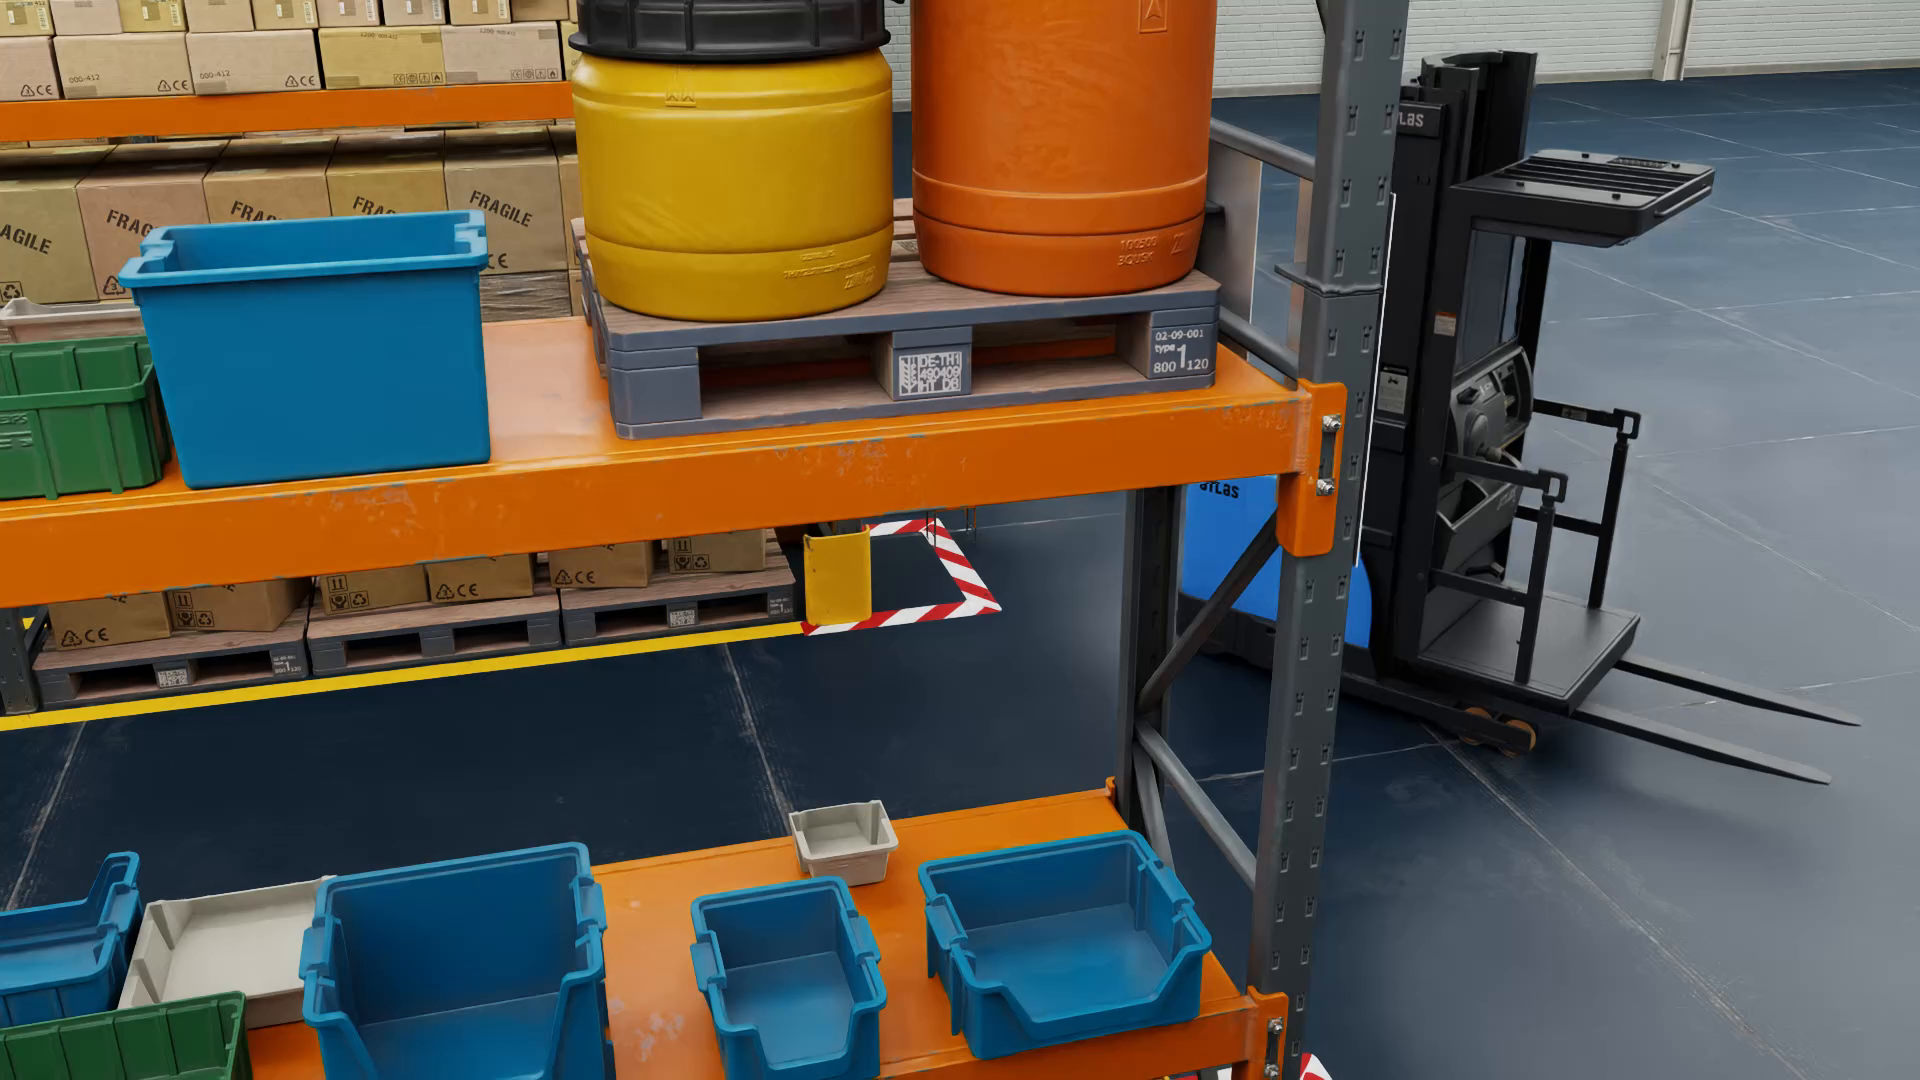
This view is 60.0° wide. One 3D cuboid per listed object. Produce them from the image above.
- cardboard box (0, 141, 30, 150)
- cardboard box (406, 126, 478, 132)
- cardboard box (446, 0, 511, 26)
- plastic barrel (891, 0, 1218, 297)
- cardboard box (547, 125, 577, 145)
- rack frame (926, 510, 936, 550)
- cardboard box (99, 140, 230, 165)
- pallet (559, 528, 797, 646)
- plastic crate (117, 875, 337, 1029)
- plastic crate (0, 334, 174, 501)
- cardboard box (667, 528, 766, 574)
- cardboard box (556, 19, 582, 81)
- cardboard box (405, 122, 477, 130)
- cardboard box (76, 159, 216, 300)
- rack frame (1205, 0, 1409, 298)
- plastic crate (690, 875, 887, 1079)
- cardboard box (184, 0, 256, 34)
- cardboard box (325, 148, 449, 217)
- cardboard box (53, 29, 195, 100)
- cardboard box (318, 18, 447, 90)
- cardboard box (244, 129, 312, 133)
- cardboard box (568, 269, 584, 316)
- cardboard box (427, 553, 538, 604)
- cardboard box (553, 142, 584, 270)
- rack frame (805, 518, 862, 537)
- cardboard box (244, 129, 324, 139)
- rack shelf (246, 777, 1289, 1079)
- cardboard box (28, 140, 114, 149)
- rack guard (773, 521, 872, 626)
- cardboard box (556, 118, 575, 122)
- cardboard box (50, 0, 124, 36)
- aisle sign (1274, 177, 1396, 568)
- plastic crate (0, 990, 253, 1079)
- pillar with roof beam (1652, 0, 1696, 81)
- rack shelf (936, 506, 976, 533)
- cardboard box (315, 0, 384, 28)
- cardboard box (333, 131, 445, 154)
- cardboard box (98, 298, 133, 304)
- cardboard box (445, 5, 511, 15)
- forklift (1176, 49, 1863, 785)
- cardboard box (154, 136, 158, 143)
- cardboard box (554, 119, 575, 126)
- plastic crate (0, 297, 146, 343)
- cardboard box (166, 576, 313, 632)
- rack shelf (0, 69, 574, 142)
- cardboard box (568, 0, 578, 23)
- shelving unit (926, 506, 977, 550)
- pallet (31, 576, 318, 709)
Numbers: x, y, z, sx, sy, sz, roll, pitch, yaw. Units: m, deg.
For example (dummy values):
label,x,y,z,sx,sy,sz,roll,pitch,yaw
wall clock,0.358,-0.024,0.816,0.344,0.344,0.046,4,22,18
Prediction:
label,x,y,z,sx,sy,sz,roll,pitch,yaw
cardboard box,-6.768,-3.032,11.617,0.500,0.500,0.700,-7,24,-15
cardboard box,-3.886,-2.924,12.571,0.500,0.550,0.875,-6,24,-14
cardboard box,-2.141,-2.378,7.369,0.250,0.149,0.380,-8,24,-17
plastic barrel,0.201,-0.958,3.297,0.708,0.830,0.600,-6,24,-14
cardboard box,-1.789,-1.806,8.382,0.500,0.500,0.500,-6,24,-14
rack frame,-0.169,-0.464,9.499,0.008,1.050,0.200,-6,24,-14
cardboard box,-3.714,-1.592,7.883,0.500,0.500,0.500,-6,24,-14
pallet,-1.568,0.193,9.032,1.213,0.211,1.003,-6,24,-14
plastic crate,-1.721,0.989,3.975,0.437,0.136,0.530,-6,24,-14
plastic crate,-1.624,-0.209,2.897,0.450,0.188,0.336,-6,24,-14
cardboard box,-1.309,-0.153,8.941,0.500,0.500,0.500,-2,23,-5
cardboard box,-1.578,-2.277,7.638,0.500,0.250,0.500,-6,24,-14
cardboard box,-3.869,-3.396,12.301,0.500,0.550,0.875,-6,24,-14
cardboard box,-3.571,-1.391,7.415,0.500,0.500,0.500,-6,24,-14
rack frame,0.635,-2.046,3.106,0.127,3.000,1.000,-6,24,-14
plastic crate,-0.393,1.013,3.773,0.408,0.251,0.499,-6,24,-14
cardboard box,-3.149,-2.266,7.108,0.250,0.149,0.380,-7,24,-15
cardboard box,-2.611,-1.501,7.672,0.500,0.500,0.500,-6,24,-14
cardboard box,-3.544,-2.062,7.137,0.500,0.250,0.500,-7,24,-15
cardboard box,-2.557,-2.170,7.389,0.500,0.250,0.500,-7,24,-15
cardboard box,-4.934,-3.331,12.150,0.550,0.550,0.875,-6,24,-14
cardboard box,-1.689,-1.205,8.250,0.500,0.500,0.875,-6,24,-14
cardboard box,-2.483,-0.017,8.624,0.500,0.500,0.500,-4,24,-9
cardboard box,-1.645,-1.604,7.911,0.500,0.500,0.500,-6,24,-14
rack frame,-0.703,-1.169,8.671,0.127,3.000,1.000,-6,24,-14
cardboard box,-4.921,-2.817,12.321,0.550,0.550,0.875,-6,24,-14
rack shelf,-1.291,1.255,3.934,4.000,0.370,1.077,-6,24,-14
cardboard box,-6.227,-2.526,11.706,0.500,0.500,0.500,-6,24,-15
rack guard,-0.776,-0.012,9.145,0.348,0.500,1.175,-6,24,-14
cardboard box,-2.818,-3.510,12.566,0.550,0.550,0.875,-6,24,-14
cardboard box,-3.652,-2.229,7.021,0.250,0.149,0.380,-6,24,-14
aisle sign,0.785,-0.378,3.531,0.004,0.787,0.394,-6,24,-14
plastic crate,-1.833,1.197,3.425,0.662,0.188,0.450,-6,24,-14
pillar with roof beam,12.856,-10.124,21.931,0.400,9.000,9.100,-6,24,-14
rack shelf,-0.051,-0.212,9.643,0.240,0.259,0.215,-6,24,-14
cardboard box,-2.674,-2.347,7.297,0.250,0.149,0.380,-6,24,-13
cardboard box,-2.750,-1.696,8.127,0.500,0.500,0.500,-6,24,-14
cardboard box,-3.613,-0.990,7.750,0.500,0.500,0.875,-6,24,-14
cardboard box,-2.209,-2.417,7.965,0.500,0.250,0.500,-6,24,-15
forklift,2.579,-0.605,7.442,3.031,2.935,1.130,17,28,34
cardboard box,-9.824,-5.352,20.898,0.625,0.625,0.875,-7,24,-15
cardboard box,-2.814,-3.008,12.767,0.550,0.550,0.875,-6,24,-14
plastic crate,-1.780,-0.445,3.512,0.396,0.136,0.243,-6,24,-14
cardboard box,-3.609,0.121,8.301,0.500,0.500,0.500,1,23,3
rack shelf,-2.628,-2.004,7.725,4.000,0.370,1.077,-6,24,-14
cardboard box,-1.637,-2.424,7.476,0.250,0.149,0.380,-6,24,-14
shelving unit,-0.051,-0.477,9.530,0.252,1.050,0.215,-6,24,-14
pallet,-3.917,0.453,8.426,1.213,0.211,1.003,-6,24,-14
